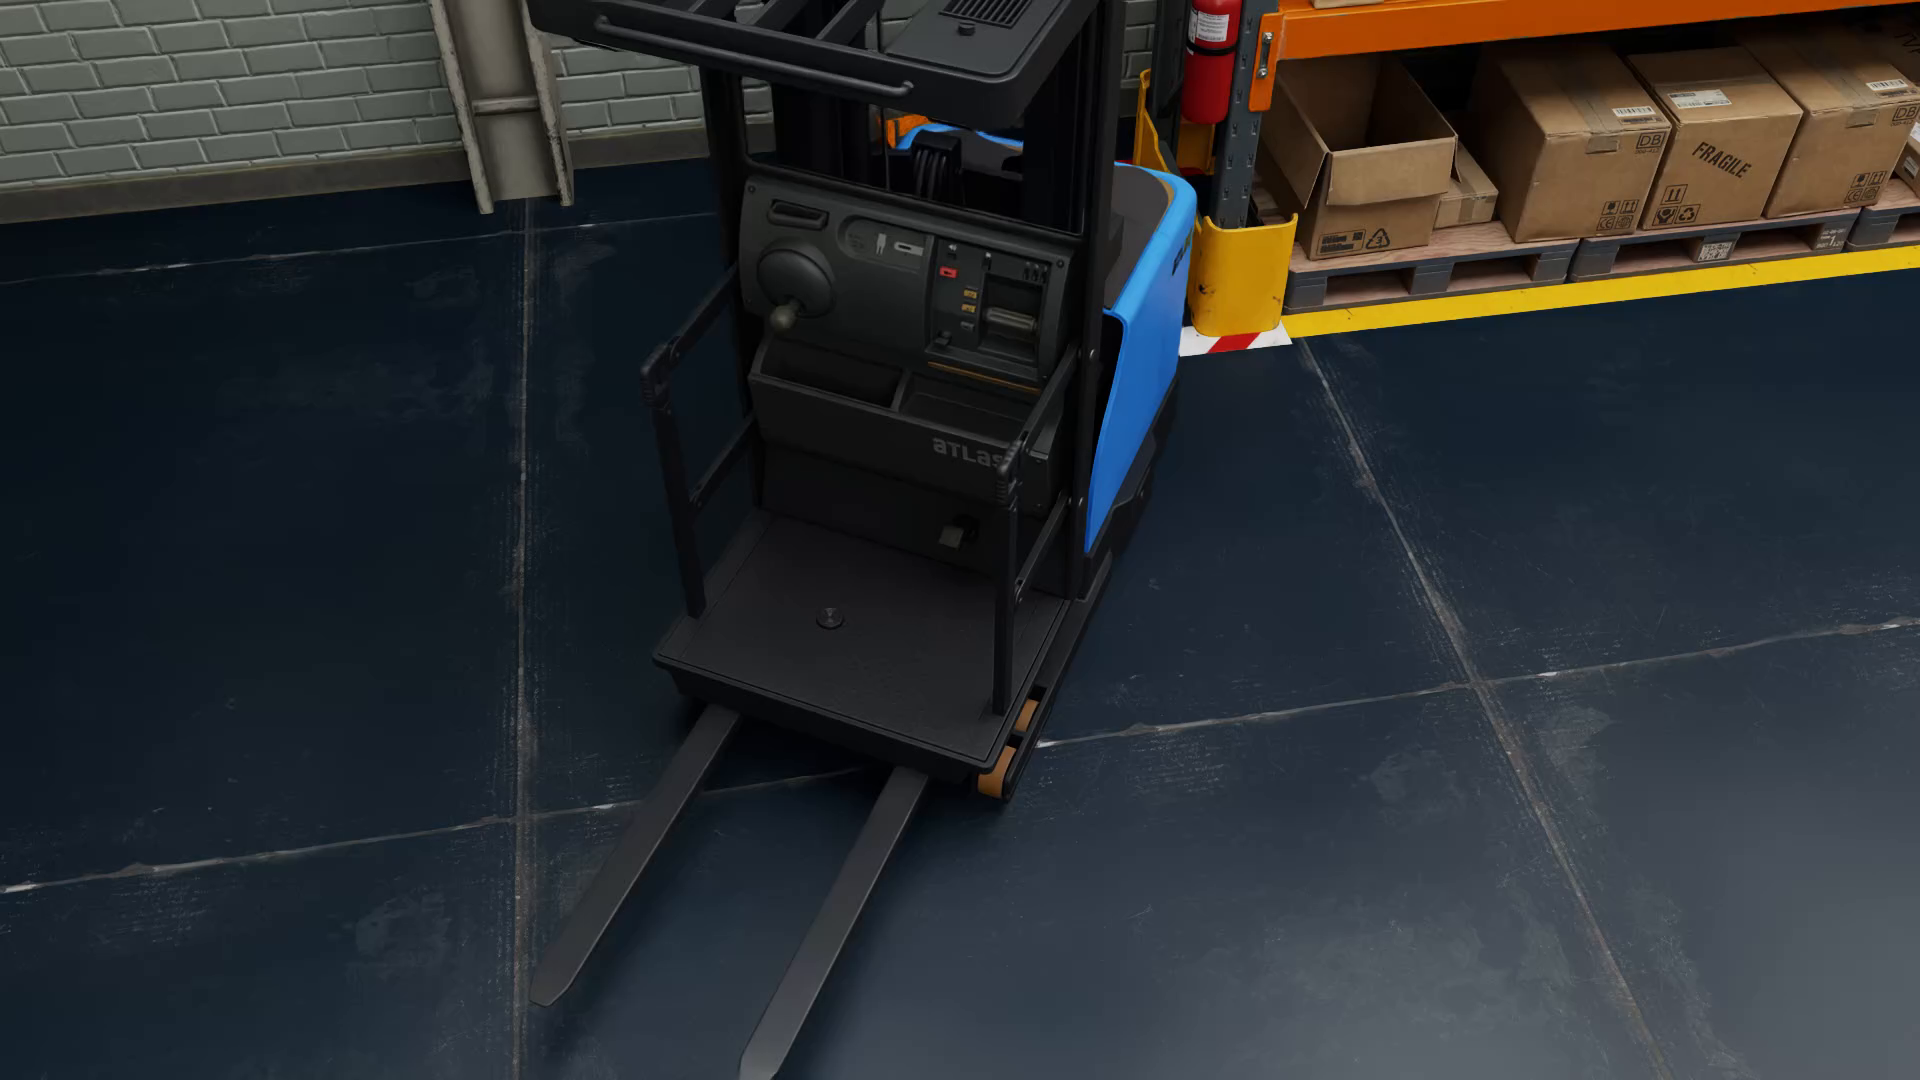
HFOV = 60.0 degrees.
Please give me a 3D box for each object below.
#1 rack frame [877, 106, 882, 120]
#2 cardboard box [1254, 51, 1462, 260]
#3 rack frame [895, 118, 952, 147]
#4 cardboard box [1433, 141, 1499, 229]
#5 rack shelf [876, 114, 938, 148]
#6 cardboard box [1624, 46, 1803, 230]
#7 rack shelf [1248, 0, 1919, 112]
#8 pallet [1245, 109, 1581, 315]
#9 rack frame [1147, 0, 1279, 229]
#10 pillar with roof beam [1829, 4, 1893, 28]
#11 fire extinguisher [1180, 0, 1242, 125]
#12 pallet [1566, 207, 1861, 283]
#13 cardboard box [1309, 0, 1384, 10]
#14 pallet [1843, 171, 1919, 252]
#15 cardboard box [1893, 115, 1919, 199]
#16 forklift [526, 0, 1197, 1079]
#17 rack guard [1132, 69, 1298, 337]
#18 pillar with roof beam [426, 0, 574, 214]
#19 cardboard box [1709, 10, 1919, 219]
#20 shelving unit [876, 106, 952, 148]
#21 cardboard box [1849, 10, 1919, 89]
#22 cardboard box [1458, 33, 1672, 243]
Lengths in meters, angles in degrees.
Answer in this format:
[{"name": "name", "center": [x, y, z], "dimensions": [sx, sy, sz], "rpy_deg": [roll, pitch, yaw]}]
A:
[{"name": "rack frame", "center": [-0.198, -1.254, 6.229], "dimensions": [0.200, 1.050, 0.008], "rpy_deg": [-13, 47, -12]}, {"name": "cardboard box", "center": [1.550, -1.542, 6.595], "dimensions": [0.637, 0.503, 0.797], "rpy_deg": [-9, 47, -8]}, {"name": "rack frame", "center": [-0.123, -1.088, 6.066], "dimensions": [0.200, 1.050, 0.008], "rpy_deg": [-13, 47, -12]}, {"name": "cardboard box", "center": [1.976, -1.444, 6.746], "dimensions": [0.250, 0.149, 0.380], "rpy_deg": [-9, 47, -8]}, {"name": "rack shelf", "center": [-0.162, -1.363, 5.953], "dimensions": [0.215, 0.259, 0.240], "rpy_deg": [-13, 47, -12]}, {"name": "cardboard box", "center": [2.937, -1.612, 6.665], "dimensions": [0.500, 0.500, 0.500], "rpy_deg": [-6, 46, -6]}, {"name": "rack shelf", "center": [2.902, -2.251, 6.335], "dimensions": [4.000, 0.370, 1.077], "rpy_deg": [-7, 46, -7]}, {"name": "pallet", "center": [1.792, -1.395, 6.948], "dimensions": [1.213, 0.211, 1.003], "rpy_deg": [-7, 46, -7]}, {"name": "rack frame", "center": [0.931, -2.255, 5.839], "dimensions": [0.127, 3.000, 1.000], "rpy_deg": [-7, 46, -7]}, {"name": "pillar with roof beam", "center": [4.767, -2.327, 1.743], "dimensions": [0.400, 9.000, 9.100], "rpy_deg": [-7, 46, -7]}, {"name": "fire extinguisher", "center": [0.865, -1.752, 5.668], "dimensions": [0.183, 0.674, 0.296], "rpy_deg": [-7, 46, -7]}, {"name": "pallet", "center": [2.991, -1.542, 7.090], "dimensions": [1.213, 0.211, 1.003], "rpy_deg": [-7, 46, -7]}, {"name": "cardboard box", "center": [1.302, -2.013, 5.781], "dimensions": [0.250, 0.149, 0.380], "rpy_deg": [-7, 47, -7]}, {"name": "pallet", "center": [4.196, -1.695, 7.236], "dimensions": [1.213, 0.211, 1.003], "rpy_deg": [-7, 46, -7]}, {"name": "cardboard box", "center": [4.022, -1.622, 6.837], "dimensions": [0.258, 0.266, 0.396], "rpy_deg": [-6, 46, -5]}, {"name": "forklift", "center": [-0.239, -0.594, 4.287], "dimensions": [1.130, 2.935, 3.031], "rpy_deg": [16, 48, 15]}, {"name": "rack guard", "center": [1.006, -1.397, 6.749], "dimensions": [0.348, 0.500, 1.175], "rpy_deg": [-7, 46, -7]}, {"name": "pillar with roof beam", "center": [-1.145, -1.590, 1.033], "dimensions": [0.400, 9.000, 9.100], "rpy_deg": [-7, 46, -7]}, {"name": "cardboard box", "center": [3.422, -1.746, 6.793], "dimensions": [0.500, 0.500, 0.700], "rpy_deg": [-9, 47, -8]}, {"name": "shelving unit", "center": [-0.161, -1.171, 6.147], "dimensions": [0.215, 1.050, 0.252], "rpy_deg": [-13, 47, -12]}, {"name": "cardboard box", "center": [4.182, -2.045, 7.213], "dimensions": [0.500, 0.311, 0.500], "rpy_deg": [-6, 46, -5]}, {"name": "cardboard box", "center": [2.399, -1.618, 6.670], "dimensions": [0.500, 0.500, 0.700], "rpy_deg": [-5, 46, -5]}]
